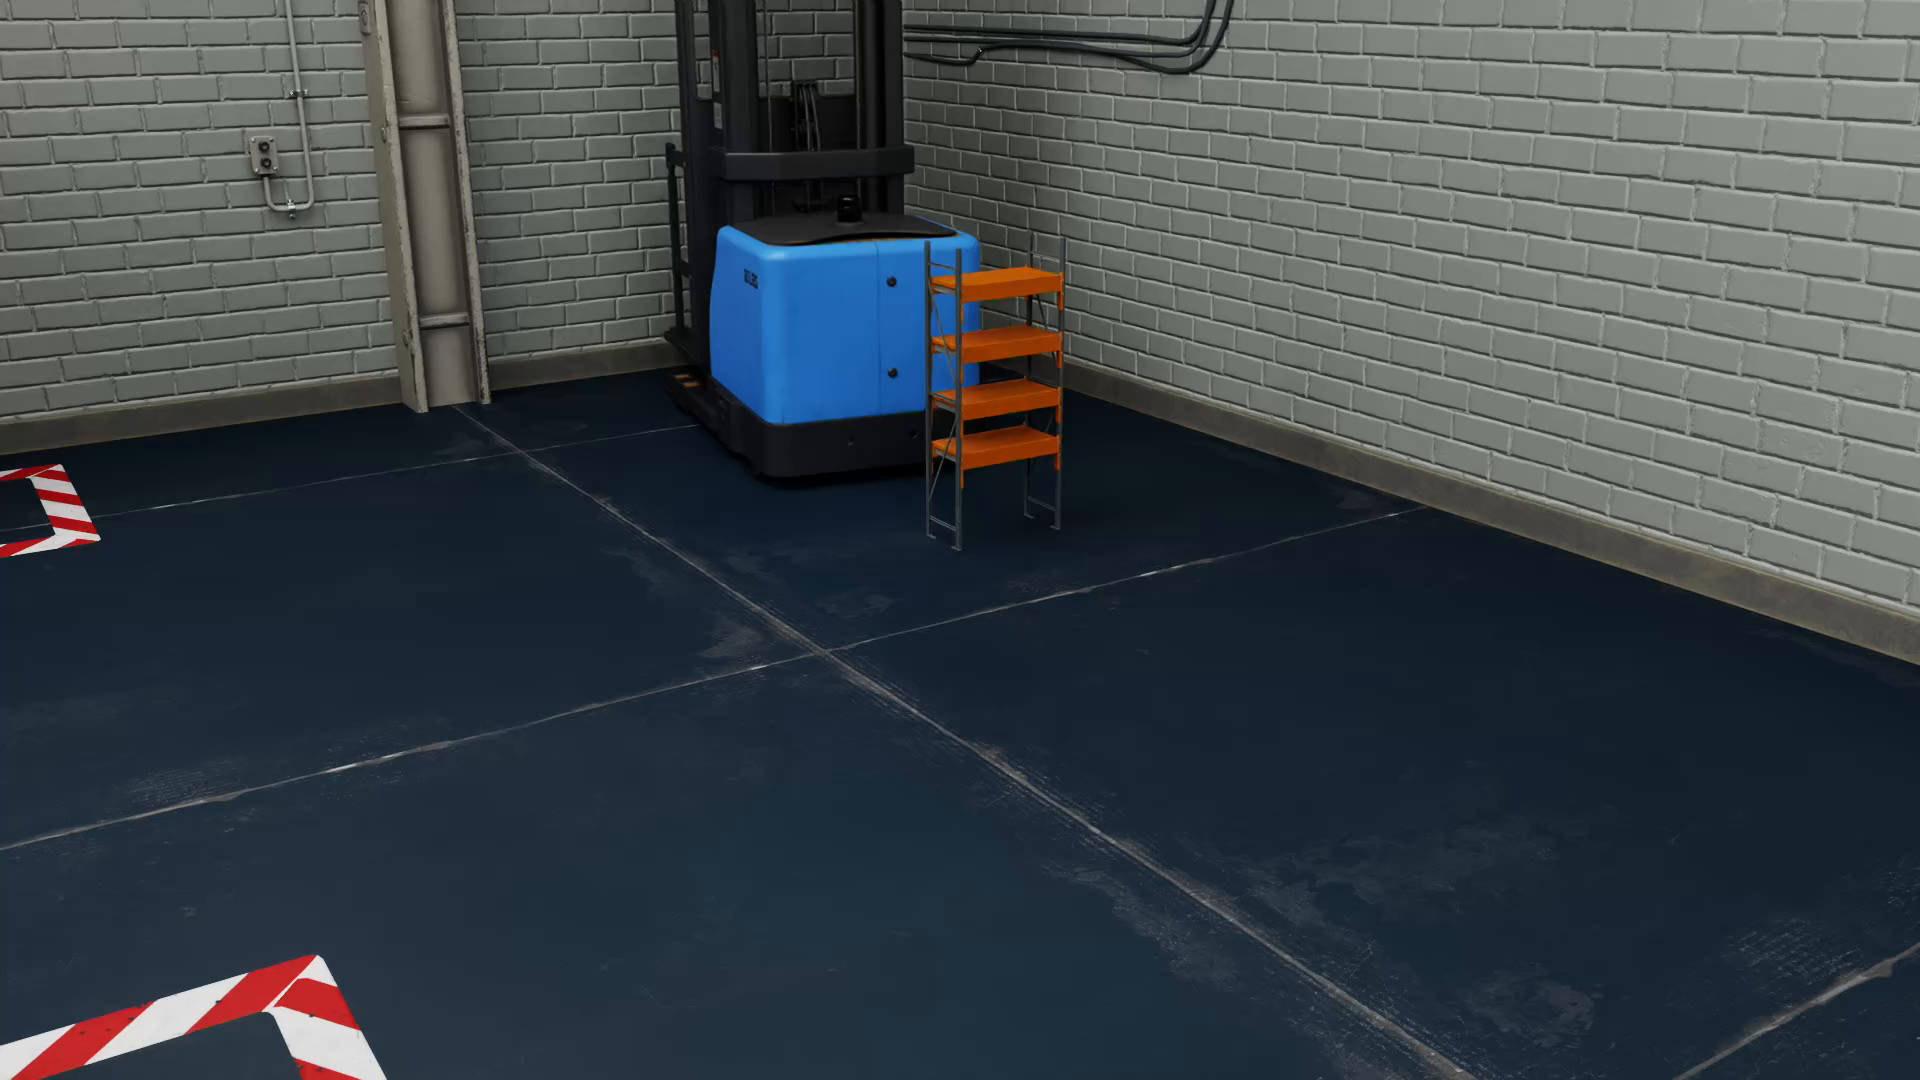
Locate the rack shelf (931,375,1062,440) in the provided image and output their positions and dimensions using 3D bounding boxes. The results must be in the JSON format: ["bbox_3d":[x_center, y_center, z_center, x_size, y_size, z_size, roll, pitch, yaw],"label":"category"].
[{"bbox_3d":[0.138,-0.534,6.660,0.480,0.148,0.258,-12,22,-31],"label":"rack shelf"}]

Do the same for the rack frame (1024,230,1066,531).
[{"bbox_3d":[0.342,-0.641,6.766,0.015,1.200,0.240,-12,22,-31],"label":"rack frame"}]

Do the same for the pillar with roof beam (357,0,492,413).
[{"bbox_3d":[-0.392,-3.853,4.092,0.400,9.000,9.100,-12,22,-31],"label":"pillar with roof beam"}]

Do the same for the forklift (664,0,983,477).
[{"bbox_3d":[-0.917,-2.098,8.374,1.130,2.935,3.031,-7,20,-21],"label":"forklift"}]

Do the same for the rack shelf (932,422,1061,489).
[{"bbox_3d":[0.138,-0.346,6.724,0.480,0.148,0.258,-12,22,-31],"label":"rack shelf"}]

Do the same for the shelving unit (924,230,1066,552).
[{"bbox_3d":[0.138,-0.598,6.639,0.503,1.200,0.258,-12,22,-31],"label":"shelving unit"}]

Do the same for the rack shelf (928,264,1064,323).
[{"bbox_3d":[0.138,-0.970,6.513,0.480,0.148,0.258,-12,22,-31],"label":"rack shelf"}]

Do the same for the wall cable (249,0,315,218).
[{"bbox_3d":[-3.990,-2.416,7.621,1.851,1.984,0.084,-12,22,-31],"label":"wall cable"}]

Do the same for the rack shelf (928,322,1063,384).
[{"bbox_3d":[0.138,-0.746,6.589,0.480,0.148,0.258,-12,22,-31],"label":"rack shelf"}]

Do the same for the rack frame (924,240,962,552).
[{"bbox_3d":[-0.066,-0.555,6.512,0.015,1.200,0.240,-12,22,-31],"label":"rack frame"}]

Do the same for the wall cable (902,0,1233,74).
[{"bbox_3d":[0.381,-3.728,8.568,0.112,2.526,3.097,-12,22,-31],"label":"wall cable"}]
